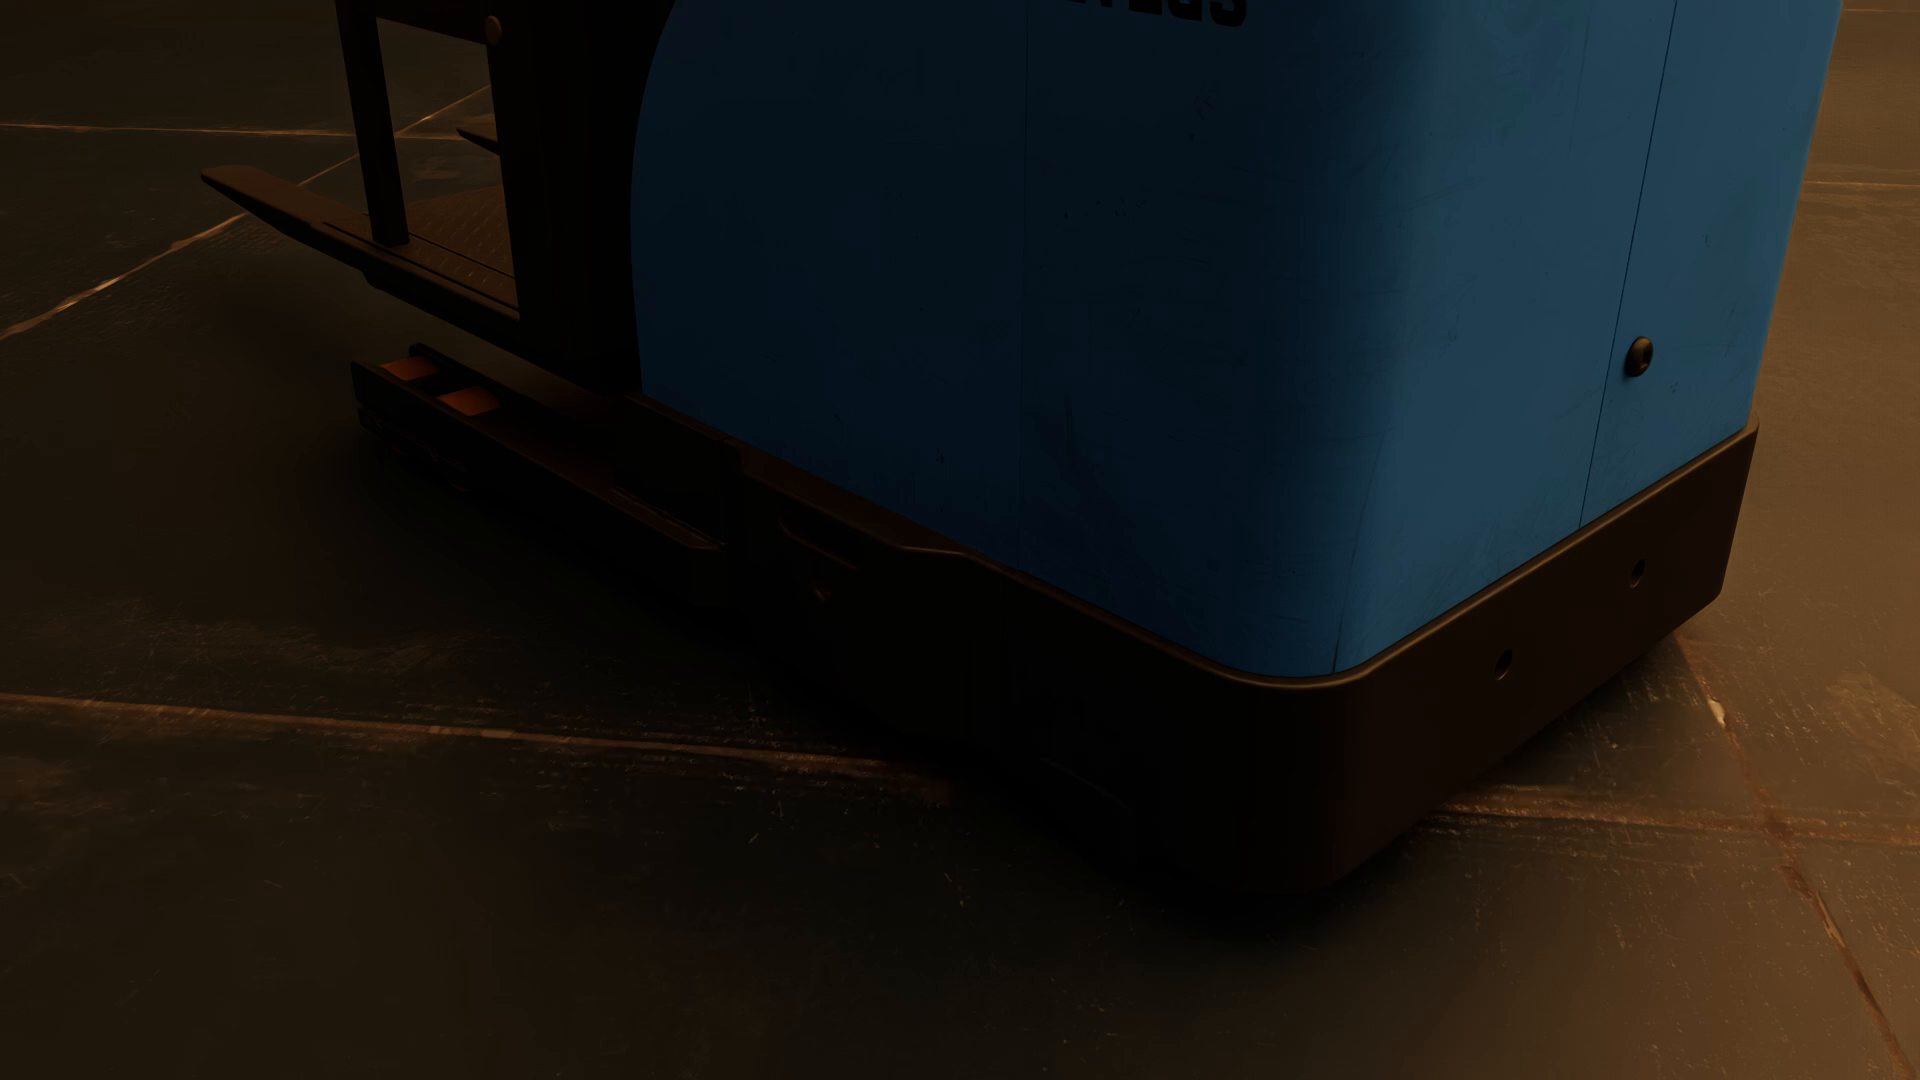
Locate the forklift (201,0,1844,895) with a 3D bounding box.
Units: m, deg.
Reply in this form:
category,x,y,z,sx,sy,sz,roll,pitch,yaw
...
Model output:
category,x,y,z,sx,sy,sz,roll,pitch,yaw
forklift,-0.360,-1.528,2.279,1.130,2.935,3.031,-23,35,-38
